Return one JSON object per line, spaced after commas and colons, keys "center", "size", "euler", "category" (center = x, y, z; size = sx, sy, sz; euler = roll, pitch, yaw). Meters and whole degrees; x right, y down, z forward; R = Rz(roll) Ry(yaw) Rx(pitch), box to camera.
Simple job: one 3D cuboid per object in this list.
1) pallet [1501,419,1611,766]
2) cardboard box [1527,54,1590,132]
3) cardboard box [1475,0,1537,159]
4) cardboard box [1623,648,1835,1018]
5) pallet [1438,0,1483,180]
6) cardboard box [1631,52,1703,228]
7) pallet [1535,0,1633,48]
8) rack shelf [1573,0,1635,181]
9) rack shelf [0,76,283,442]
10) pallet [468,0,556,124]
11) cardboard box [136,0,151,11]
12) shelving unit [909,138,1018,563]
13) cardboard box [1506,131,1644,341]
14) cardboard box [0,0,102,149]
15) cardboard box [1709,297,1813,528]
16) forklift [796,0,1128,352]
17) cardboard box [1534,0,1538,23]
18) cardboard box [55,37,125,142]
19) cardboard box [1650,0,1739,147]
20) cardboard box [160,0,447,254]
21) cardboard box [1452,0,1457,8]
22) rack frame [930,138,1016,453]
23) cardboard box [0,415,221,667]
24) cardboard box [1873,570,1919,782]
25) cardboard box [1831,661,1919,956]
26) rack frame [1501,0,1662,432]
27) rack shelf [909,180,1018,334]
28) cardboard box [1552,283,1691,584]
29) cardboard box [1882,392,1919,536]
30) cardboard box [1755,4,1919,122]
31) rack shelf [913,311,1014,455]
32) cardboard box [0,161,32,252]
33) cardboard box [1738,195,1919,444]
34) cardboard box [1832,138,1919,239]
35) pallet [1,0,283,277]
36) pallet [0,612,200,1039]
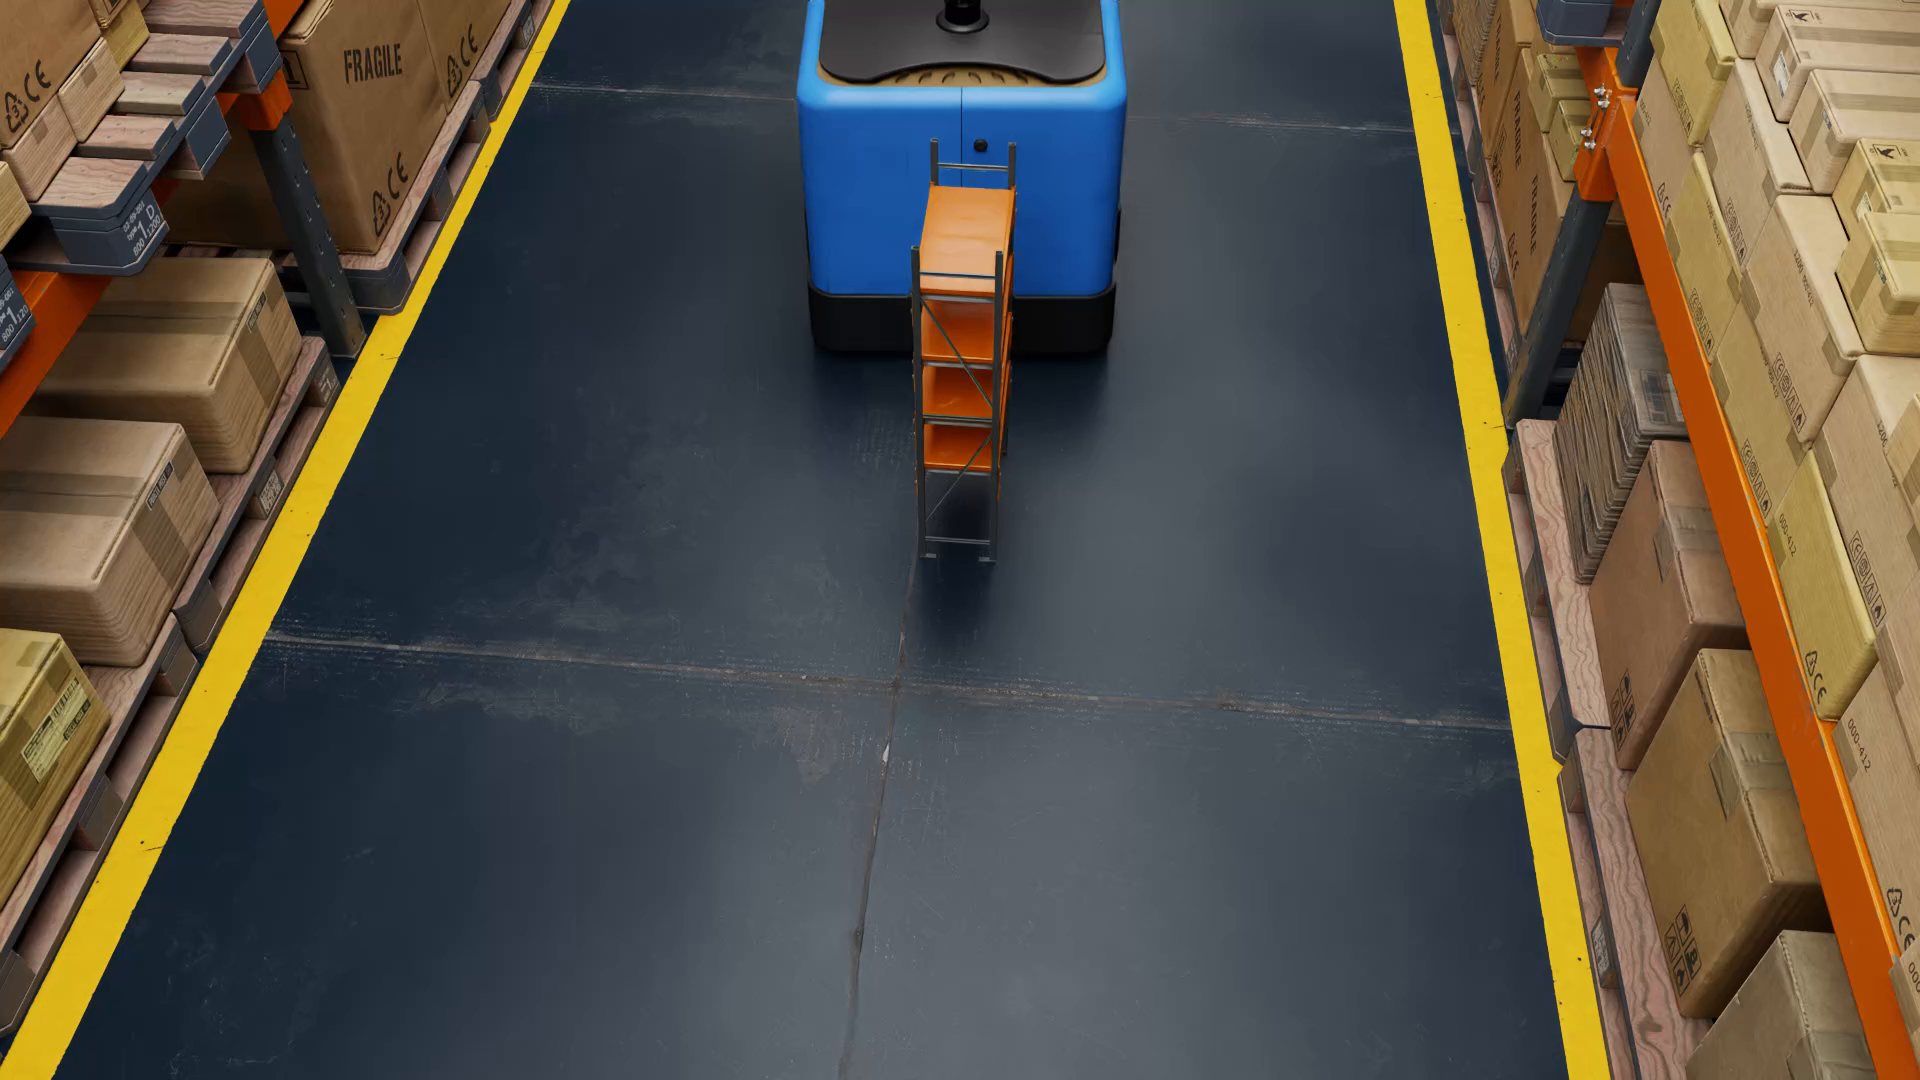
{"center": [2.222, 0.156, 4.964], "size": [1.003, 0.211, 1.213], "euler": [4, 48, 4], "category": "pallet"}
{"center": [2.123, -1.487, 5.547], "size": [0.380, 0.149, 0.250], "euler": [2, 48, 2], "category": "cardboard box"}
{"center": [2.262, -1.763, 6.239], "size": [0.500, 0.500, 0.500], "euler": [6, 48, 5], "category": "cardboard box"}
{"center": [2.153, 0.705, 3.897], "size": [0.875, 0.625, 0.625], "euler": [2, 48, 2], "category": "cardboard box"}
{"center": [2.556, -1.887, 6.833], "size": [1.003, 0.211, 1.213], "euler": [4, 48, 4], "category": "pallet"}
{"center": [2.052, -1.027, 4.258], "size": [0.500, 0.250, 0.500], "euler": [4, 48, 4], "category": "cardboard box"}
{"center": [2.328, -1.826, 5.017], "size": [1.213, 0.211, 1.003], "euler": [4, 48, 4], "category": "pallet"}
{"center": [2.518, -2.614, 6.096], "size": [1.077, 0.370, 4.000], "euler": [4, 48, 4], "category": "rack shelf"}
{"center": [-2.790, -0.006, 3.710], "size": [1.077, 0.370, 4.000], "euler": [4, 48, 4], "category": "rack shelf"}
{"center": [-2.347, -2.246, 7.161], "size": [1.003, 0.211, 1.213], "euler": [4, 48, 4], "category": "pallet"}
{"center": [-2.403, -1.519, 4.492], "size": [0.380, 0.149, 0.250], "euler": [5, 48, 5], "category": "cardboard box"}
{"center": [0.015, -0.527, 4.919], "size": [0.258, 1.200, 0.503], "euler": [4, 48, 4], "category": "shelving unit"}
{"center": [2.161, -1.011, 5.551], "size": [0.500, 0.500, 0.500], "euler": [5, 48, 5], "category": "cardboard box"}
{"center": [-2.408, -1.261, 3.817], "size": [0.500, 0.500, 0.500], "euler": [3, 48, 3], "category": "cardboard box"}
{"center": [1.962, -0.279, 3.574], "size": [0.500, 0.250, 0.500], "euler": [2, 48, 2], "category": "cardboard box"}
{"center": [0.016, -2.709, 5.741], "size": [1.130, 2.935, 3.031], "euler": [0, 48, 0], "category": "forklift"}
{"center": [2.260, -1.869, 5.896], "size": [0.380, 0.149, 0.250], "euler": [5, 48, 5], "category": "cardboard box"}
{"center": [-2.334, -1.129, 4.135], "size": [0.380, 0.149, 0.250], "euler": [4, 48, 3], "category": "cardboard box"}
{"center": [2.027, -1.198, 4.076], "size": [0.500, 0.250, 0.500], "euler": [4, 48, 3], "category": "cardboard box"}
{"center": [-2.462, -1.645, 5.877], "size": [0.875, 0.875, 0.875], "euler": [3, 48, 3], "category": "cardboard box"}
{"center": [2.344, -2.526, 6.937], "size": [0.500, 0.500, 0.500], "euler": [3, 48, 2], "category": "cardboard box"}
{"center": [0.037, -0.706, 5.083], "size": [0.240, 1.200, 0.015], "euler": [4, 48, 4], "category": "rack frame"}
{"center": [-2.728, -0.016, 4.728], "size": [0.950, 0.372, 0.625], "euler": [3, 48, 3], "category": "cardboard box"}
{"center": [1.854, 0.302, 2.704], "size": [0.500, 0.250, 0.500], "euler": [5, 48, 4], "category": "cardboard box"}
{"center": [1.873, 0.482, 2.878], "size": [0.500, 0.250, 0.500], "euler": [4, 48, 4], "category": "cardboard box"}
{"center": [2.336, -1.388, 4.486], "size": [1.000, 3.000, 0.127], "euler": [4, 48, 4], "category": "rack frame"}
{"center": [0.015, -0.792, 4.629], "size": [0.258, 0.148, 0.480], "euler": [4, 48, 4], "category": "rack shelf"}
{"center": [2.266, -0.270, 4.789], "size": [0.875, 0.625, 0.625], "euler": [5, 48, 5], "category": "cardboard box"}
{"center": [1.816, -0.108, 2.808], "size": [0.380, 0.149, 0.250], "euler": [3, 48, 2], "category": "cardboard box"}
{"center": [1.993, -1.039, 3.660], "size": [0.380, 0.149, 0.250], "euler": [5, 48, 5], "category": "cardboard box"}
{"center": [0.015, -0.481, 4.968], "size": [0.258, 0.148, 0.480], "euler": [4, 48, 4], "category": "rack shelf"}
{"center": [-2.376, -0.741, 3.781], "size": [0.380, 0.149, 0.250], "euler": [5, 48, 4], "category": "cardboard box"}
{"center": [1.940, -0.445, 3.387], "size": [0.500, 0.250, 0.500], "euler": [3, 48, 3], "category": "cardboard box"}
{"center": [1.988, -0.659, 3.313], "size": [0.380, 0.149, 0.250], "euler": [4, 48, 4], "category": "cardboard box"}
{"center": [-2.566, -1.123, 4.374], "size": [1.213, 0.211, 1.003], "euler": [4, 48, 4], "category": "pallet"}
{"center": [-2.794, 0.691, 4.475], "size": [1.003, 0.211, 1.213], "euler": [4, 48, 4], "category": "pallet"}
